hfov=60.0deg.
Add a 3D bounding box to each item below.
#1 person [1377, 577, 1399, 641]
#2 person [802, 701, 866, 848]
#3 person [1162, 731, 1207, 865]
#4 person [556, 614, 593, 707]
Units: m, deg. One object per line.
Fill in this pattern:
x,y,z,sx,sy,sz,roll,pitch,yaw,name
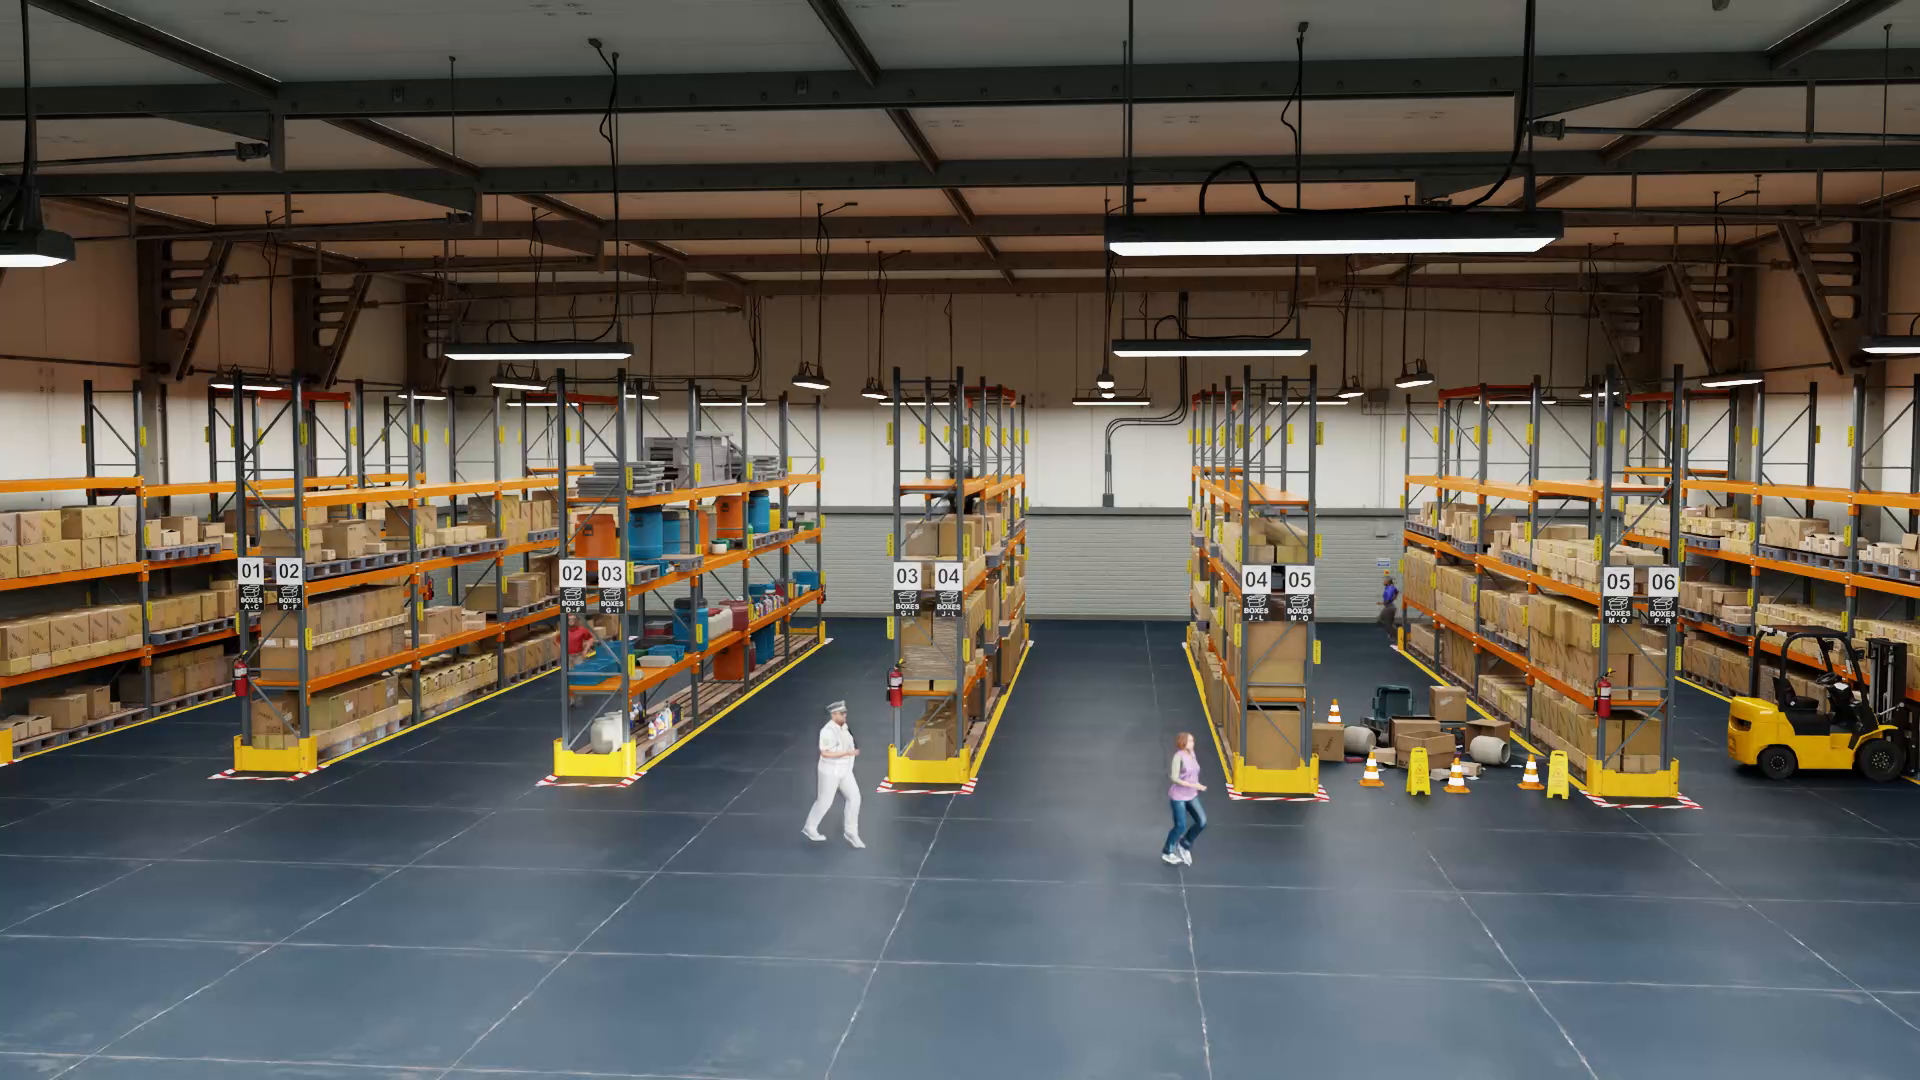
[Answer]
10.436,1.682,40.436,0.599,1.603,0.618,1,4,11,person
-1.527,2.861,20.303,0.866,1.833,0.603,2,4,34,person
2.640,3.010,19.321,0.641,1.595,0.569,4,5,45,person
-7.169,2.246,30.779,0.644,1.740,0.660,0,4,0,person
